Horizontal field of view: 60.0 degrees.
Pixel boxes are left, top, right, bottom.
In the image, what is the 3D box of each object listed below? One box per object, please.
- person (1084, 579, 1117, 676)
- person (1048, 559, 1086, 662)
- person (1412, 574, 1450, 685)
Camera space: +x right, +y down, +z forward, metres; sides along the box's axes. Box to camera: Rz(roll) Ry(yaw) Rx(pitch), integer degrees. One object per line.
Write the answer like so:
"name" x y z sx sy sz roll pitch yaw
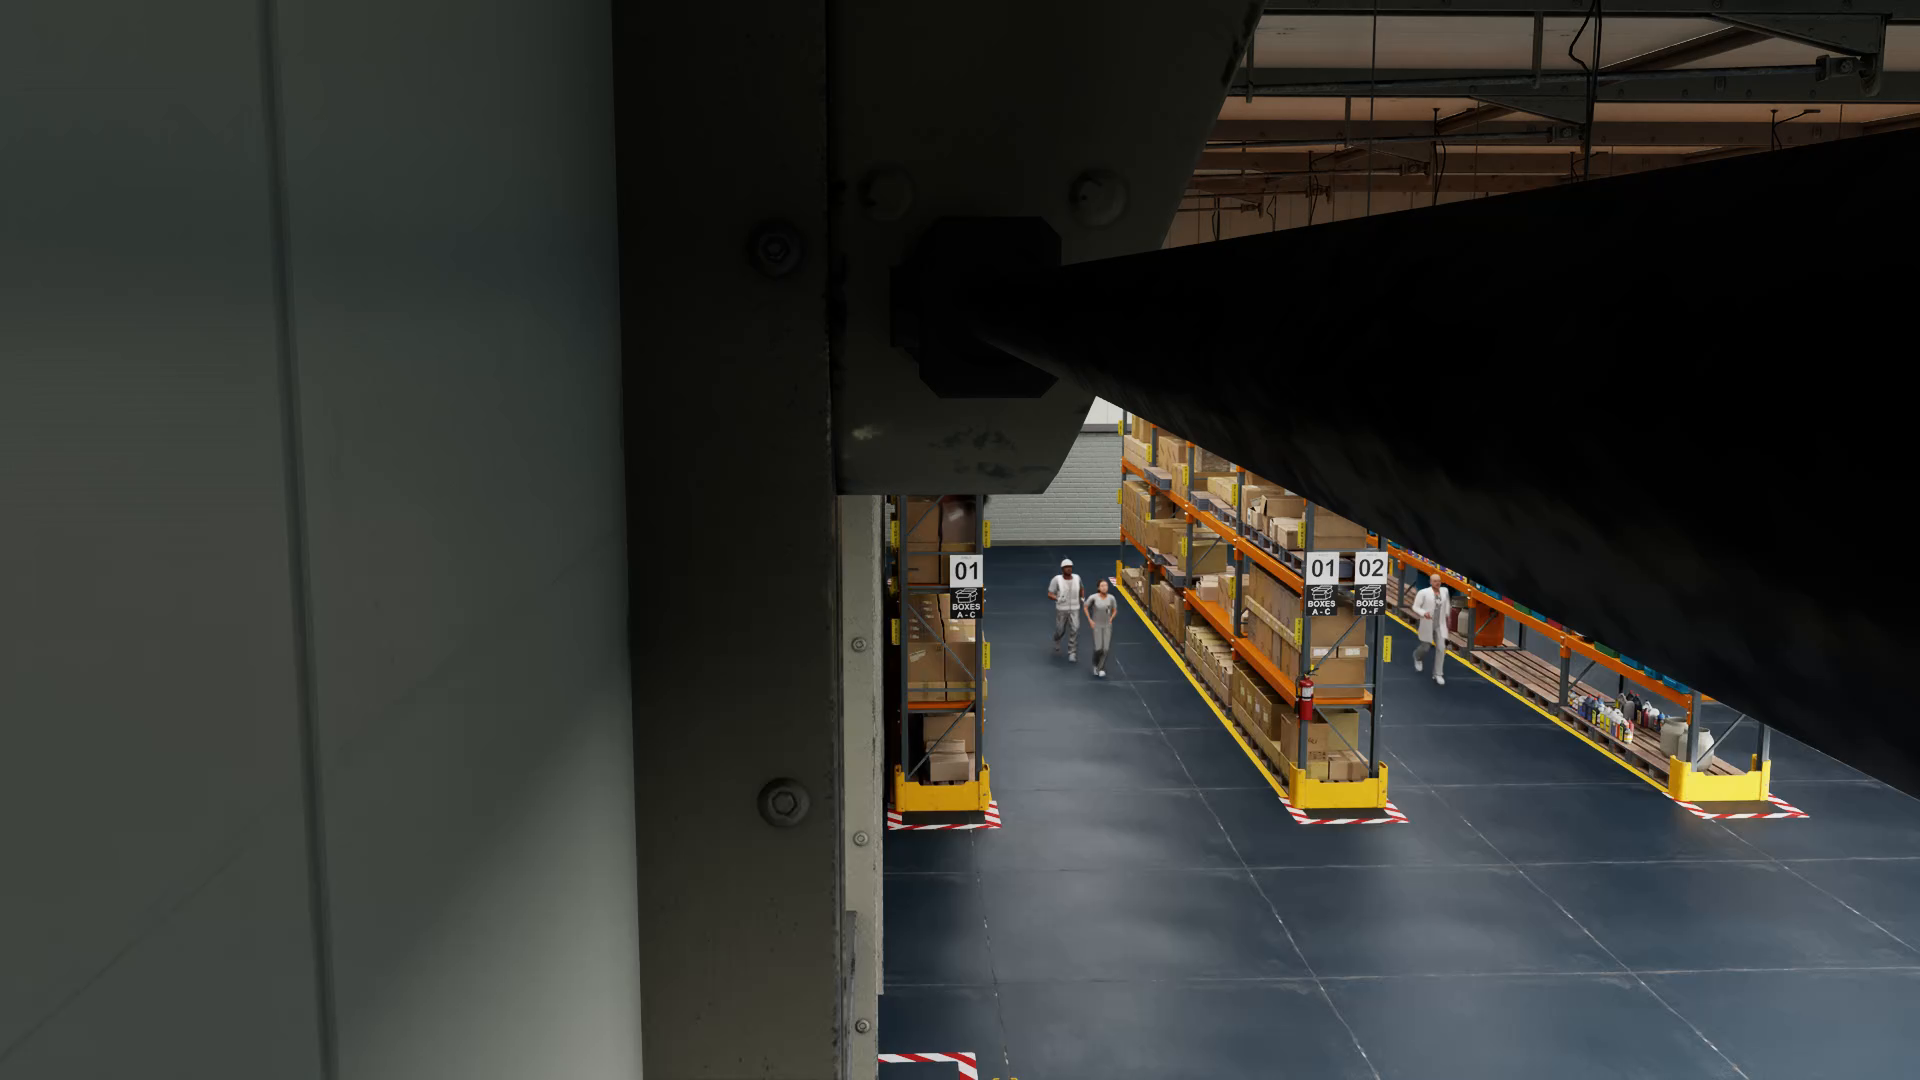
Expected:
"person" 2.349 1.463 27.571 0.545 1.643 0.514 -1 8 -7
"person" 1.866 1.208 28.935 0.697 1.755 0.857 -2 9 -11
"person" 7.771 1.415 27.419 0.690 1.771 1.042 -1 8 -4
